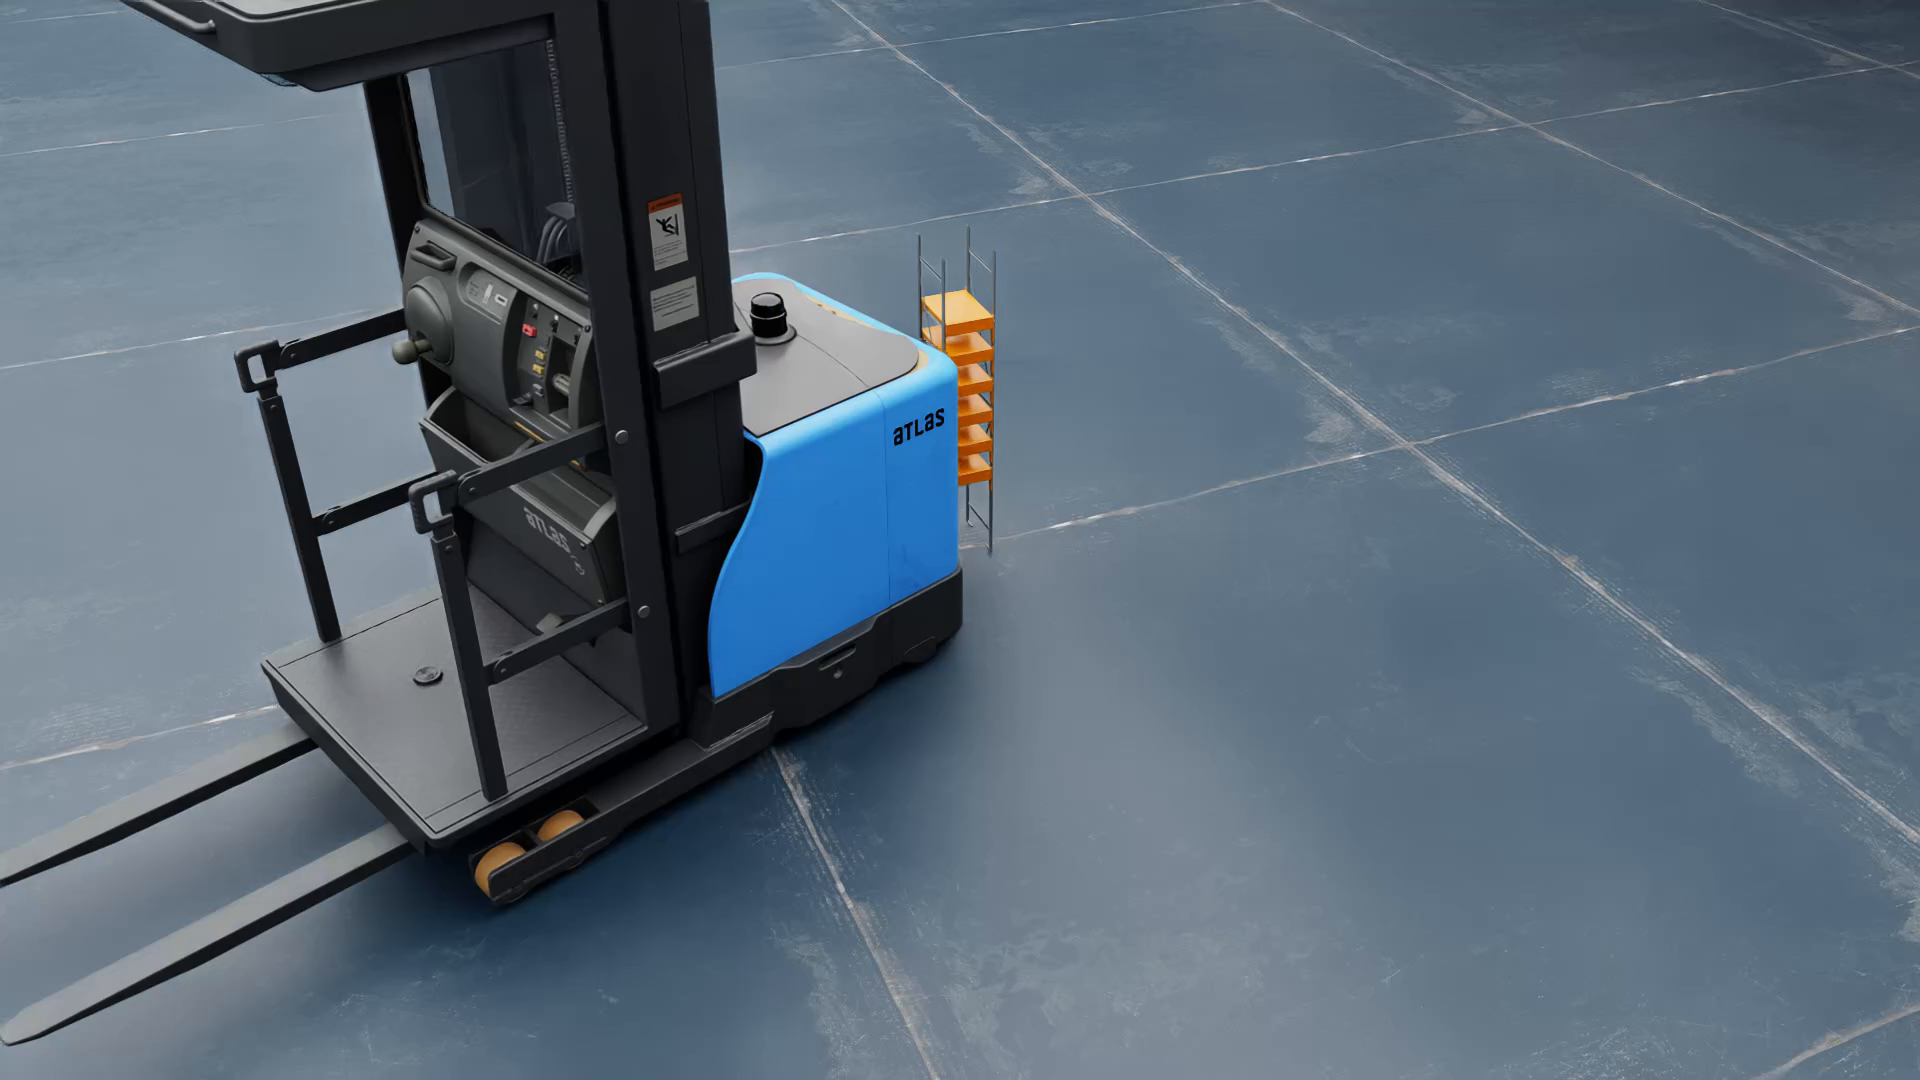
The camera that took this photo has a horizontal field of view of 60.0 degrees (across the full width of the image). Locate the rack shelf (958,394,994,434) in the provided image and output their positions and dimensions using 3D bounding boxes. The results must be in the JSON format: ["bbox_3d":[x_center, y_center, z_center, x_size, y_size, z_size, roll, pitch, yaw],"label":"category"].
[{"bbox_3d":[-0.013,-0.463,5.942,0.180,0.103,0.258,-13,35,-19],"label":"rack shelf"}]

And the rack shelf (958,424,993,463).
[{"bbox_3d":[-0.013,-0.362,6.008,0.180,0.103,0.258,-13,35,-19],"label":"rack shelf"}]

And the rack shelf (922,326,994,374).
[{"bbox_3d":[-0.013,-0.664,5.811,0.180,0.103,0.258,-13,35,-19],"label":"rack shelf"}]

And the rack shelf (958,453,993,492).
[{"bbox_3d":[-0.013,-0.261,6.073,0.180,0.103,0.258,-13,35,-19],"label":"rack shelf"}]

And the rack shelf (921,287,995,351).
[{"bbox_3d":[-0.013,-0.764,5.746,0.180,0.103,0.258,-13,35,-19],"label":"rack shelf"}]

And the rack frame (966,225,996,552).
[{"bbox_3d":[0.071,-0.519,5.948,0.006,1.200,0.240,-13,35,-19],"label":"rack frame"}]

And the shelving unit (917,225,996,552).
[{"bbox_3d":[-0.013,-0.500,5.918,0.189,1.200,0.258,-13,35,-19],"label":"shelving unit"}]

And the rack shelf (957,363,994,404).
[{"bbox_3d":[-0.013,-0.563,5.877,0.180,0.103,0.258,-13,35,-19],"label":"rack shelf"}]

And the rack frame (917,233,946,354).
[{"bbox_3d":[-0.098,-0.481,5.888,0.006,1.200,0.240,-13,35,-19],"label":"rack frame"}]

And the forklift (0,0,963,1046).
[{"bbox_3d":[-1.409,-0.529,4.376,3.031,2.935,1.130,-27,42,-35],"label":"forklift"}]
